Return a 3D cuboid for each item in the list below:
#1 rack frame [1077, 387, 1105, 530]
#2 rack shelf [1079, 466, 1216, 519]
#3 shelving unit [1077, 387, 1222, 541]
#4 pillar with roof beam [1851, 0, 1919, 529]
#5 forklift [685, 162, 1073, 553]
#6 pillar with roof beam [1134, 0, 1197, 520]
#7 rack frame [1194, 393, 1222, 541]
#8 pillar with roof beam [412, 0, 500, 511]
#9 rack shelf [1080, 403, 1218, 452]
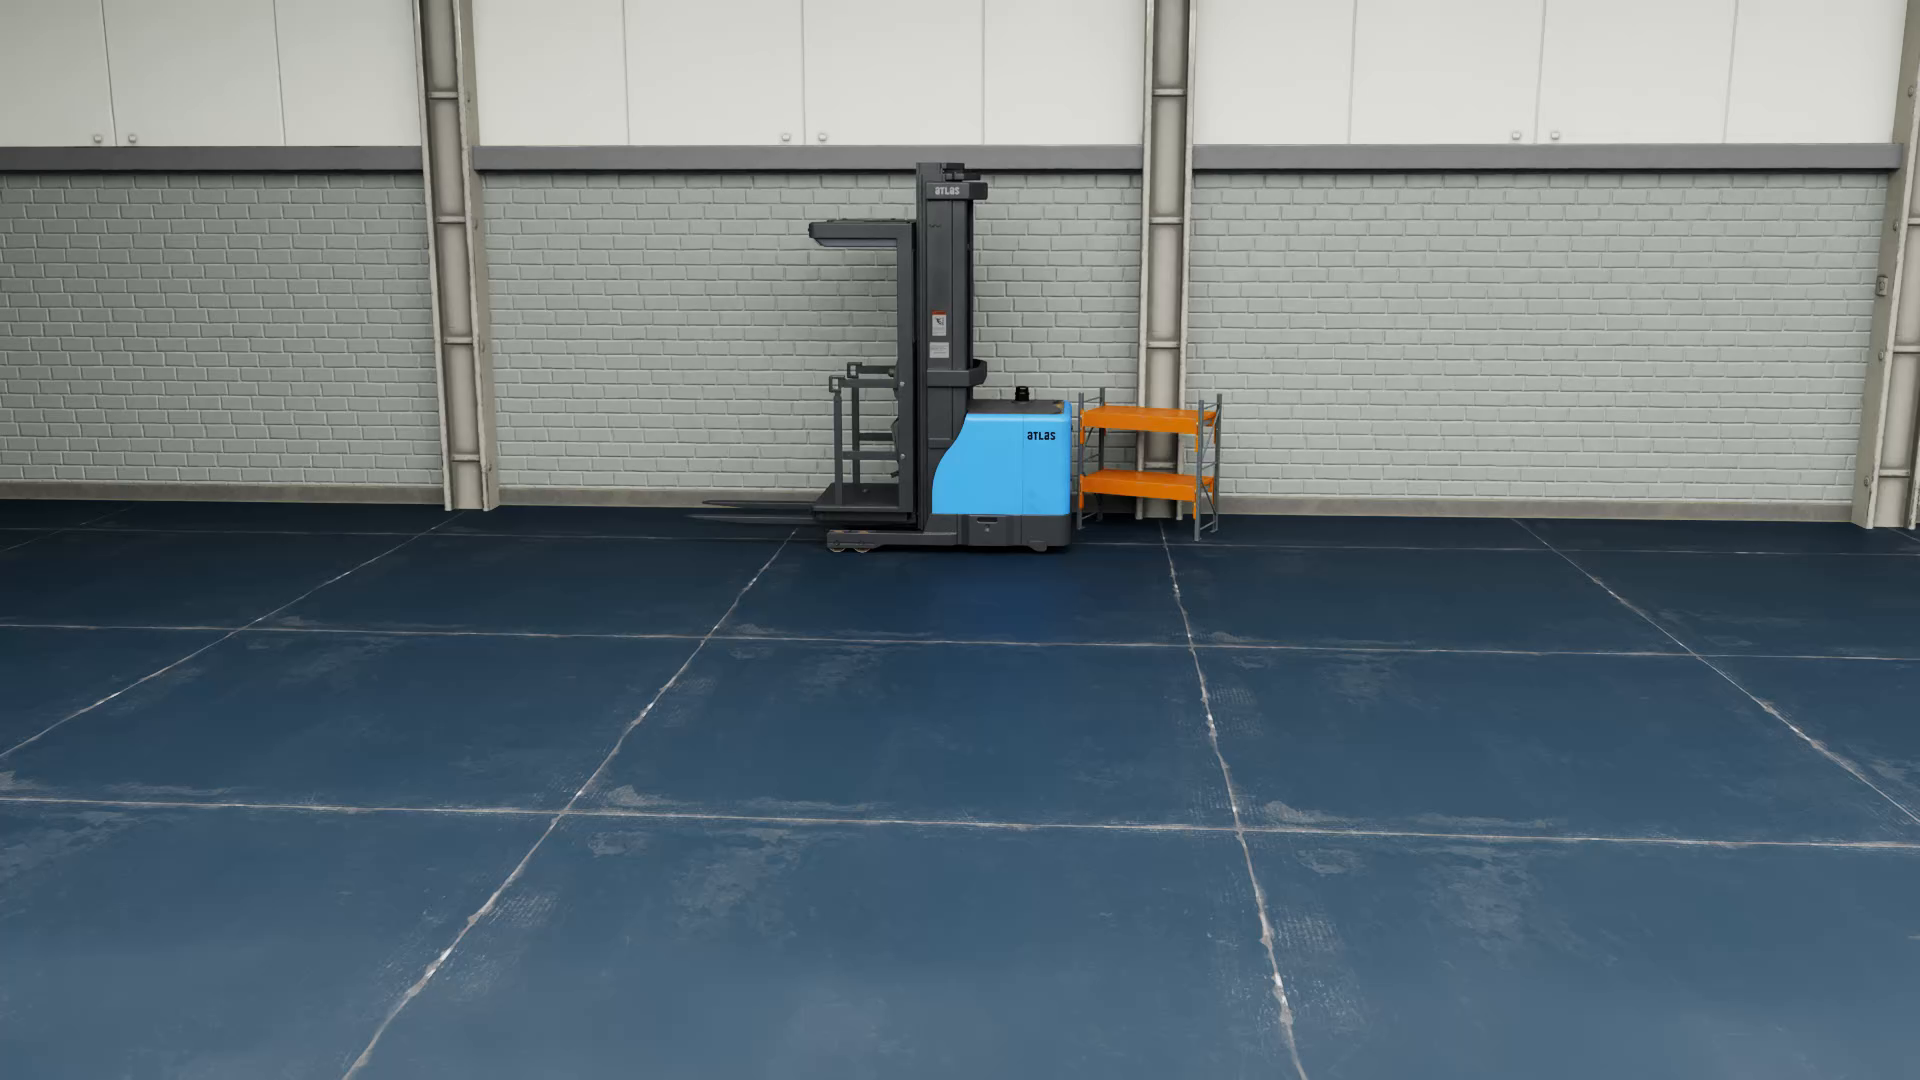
[{"bbox_3d":[1.084,-0.682,13.783,0.032,1.125,0.500,6,13,26],"label":"rack frame"},{"bbox_3d":[1.538,-0.396,13.609,1.000,0.278,0.538,6,13,26],"label":"rack shelf"},{"bbox_3d":[1.538,-0.636,13.559,1.048,1.125,0.538,6,13,26],"label":"shelving unit"},{"bbox_3d":[7.397,-3.649,8.732,0.400,9.000,9.100,1,12,4],"label":"pillar with roof beam"},{"bbox_3d":[-0.628,-1.444,13.013,3.031,2.935,1.130,1,12,4],"label":"forklift"},{"bbox_3d":[1.410,-3.731,9.125,0.400,9.000,9.100,1,12,4],"label":"pillar with roof beam"},{"bbox_3d":[1.992,-0.589,13.334,0.032,1.125,0.500,6,13,26],"label":"rack frame"},{"bbox_3d":[-4.577,-3.813,9.517,0.400,9.000,9.100,1,12,4],"label":"pillar with roof beam"},{"bbox_3d":[1.538,-0.922,13.499,1.000,0.278,0.538,6,13,26],"label":"rack shelf"}]
